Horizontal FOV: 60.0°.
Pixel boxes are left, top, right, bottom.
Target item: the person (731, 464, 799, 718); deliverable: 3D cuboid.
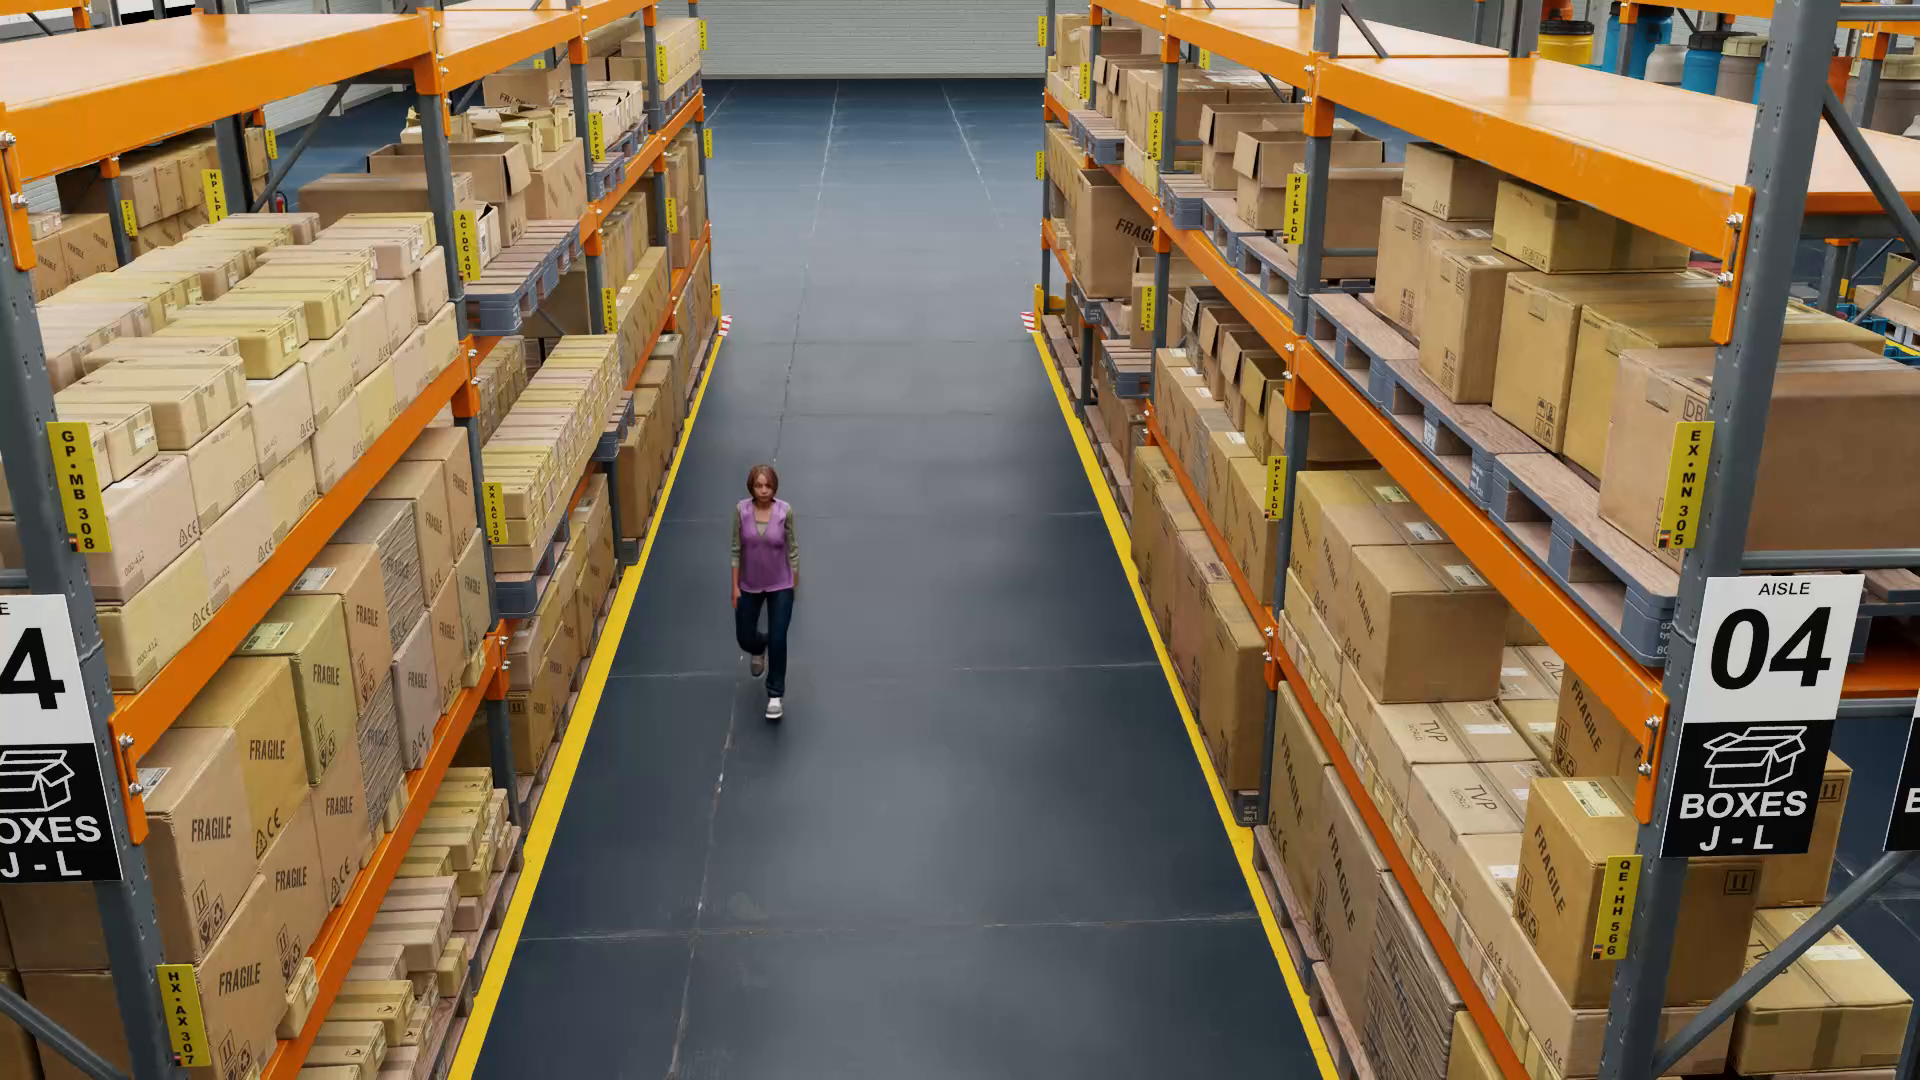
[{"bbox_3d":[-1.203,0.276,10.301,0.420,1.582,0.626,0,21,0],"label":"person"}]
